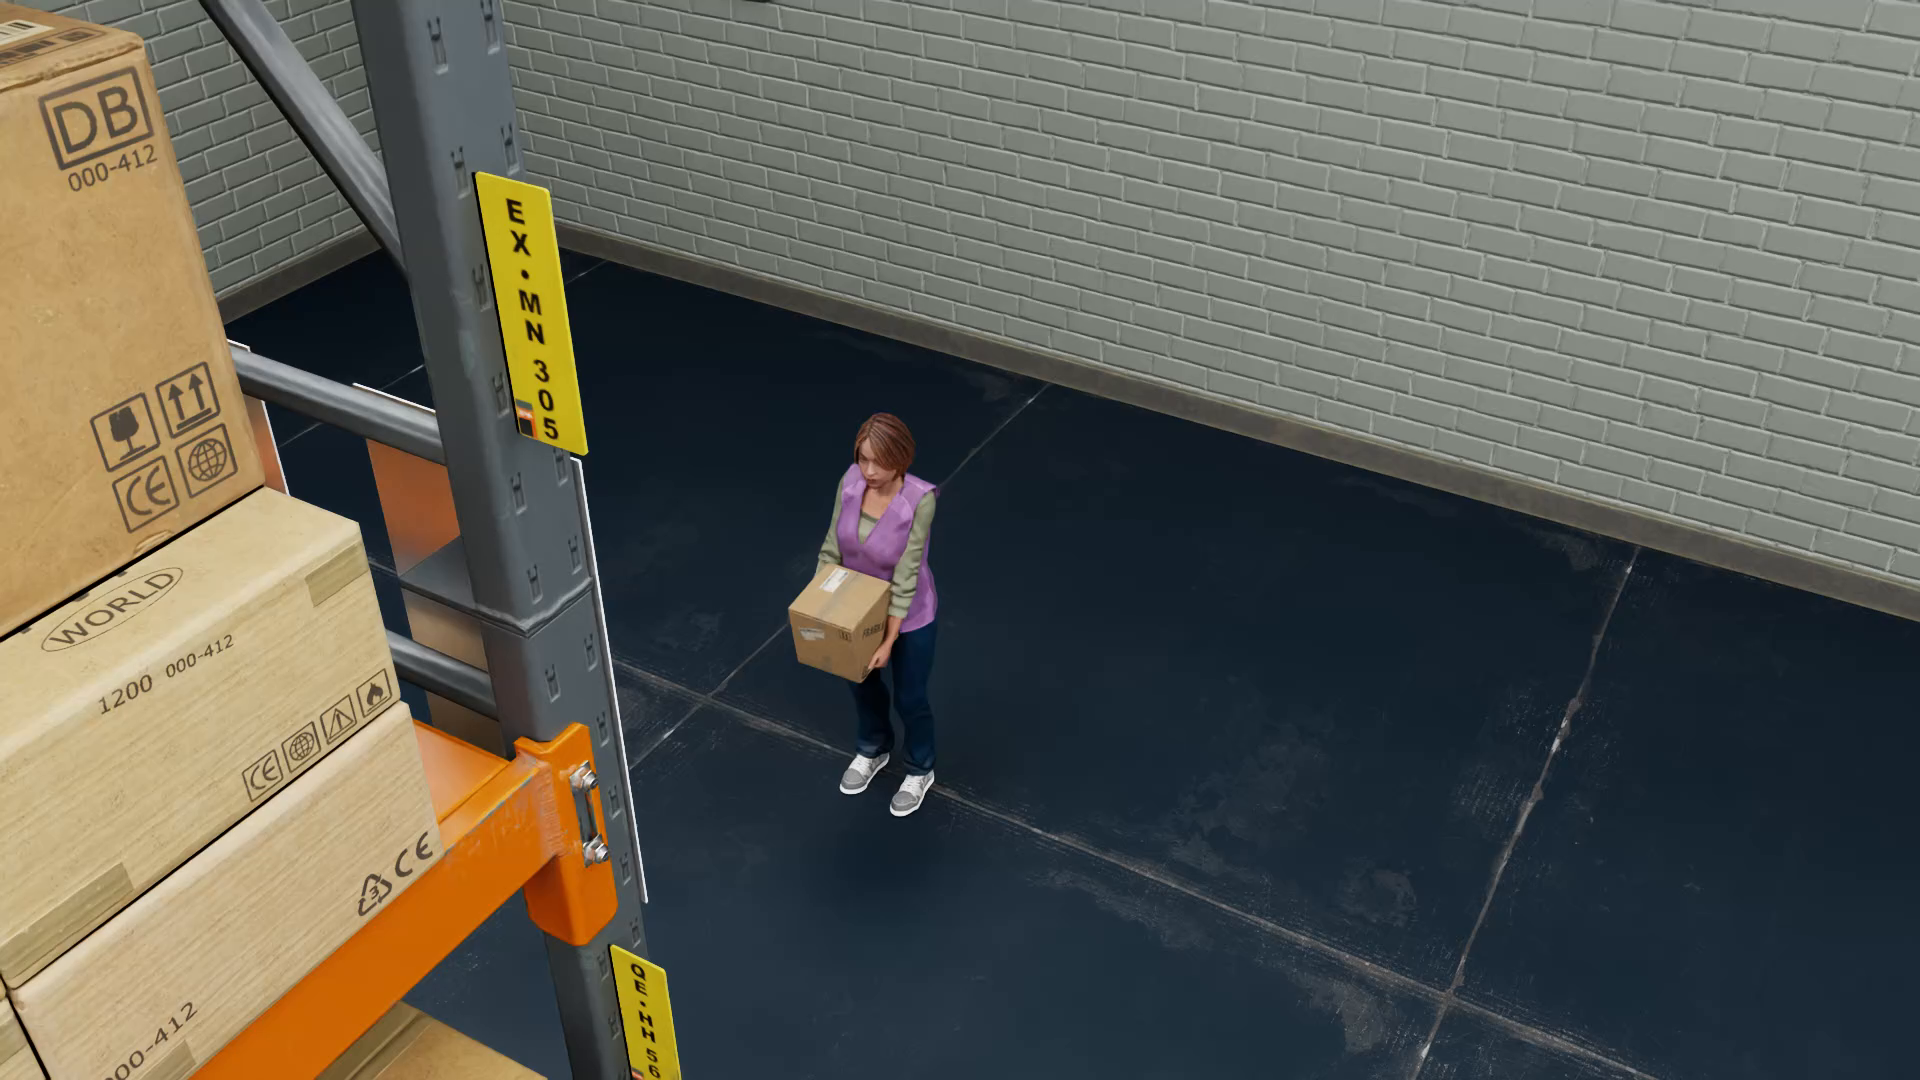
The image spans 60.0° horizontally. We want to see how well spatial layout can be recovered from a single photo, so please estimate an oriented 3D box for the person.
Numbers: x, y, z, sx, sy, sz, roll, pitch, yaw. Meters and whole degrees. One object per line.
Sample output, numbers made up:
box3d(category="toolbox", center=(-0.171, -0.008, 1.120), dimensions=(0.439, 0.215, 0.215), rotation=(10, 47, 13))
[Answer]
box3d(category="person", center=(-0.289, 0.296, 5.726), dimensions=(0.375, 1.599, 0.504), rotation=(17, 38, 24))
